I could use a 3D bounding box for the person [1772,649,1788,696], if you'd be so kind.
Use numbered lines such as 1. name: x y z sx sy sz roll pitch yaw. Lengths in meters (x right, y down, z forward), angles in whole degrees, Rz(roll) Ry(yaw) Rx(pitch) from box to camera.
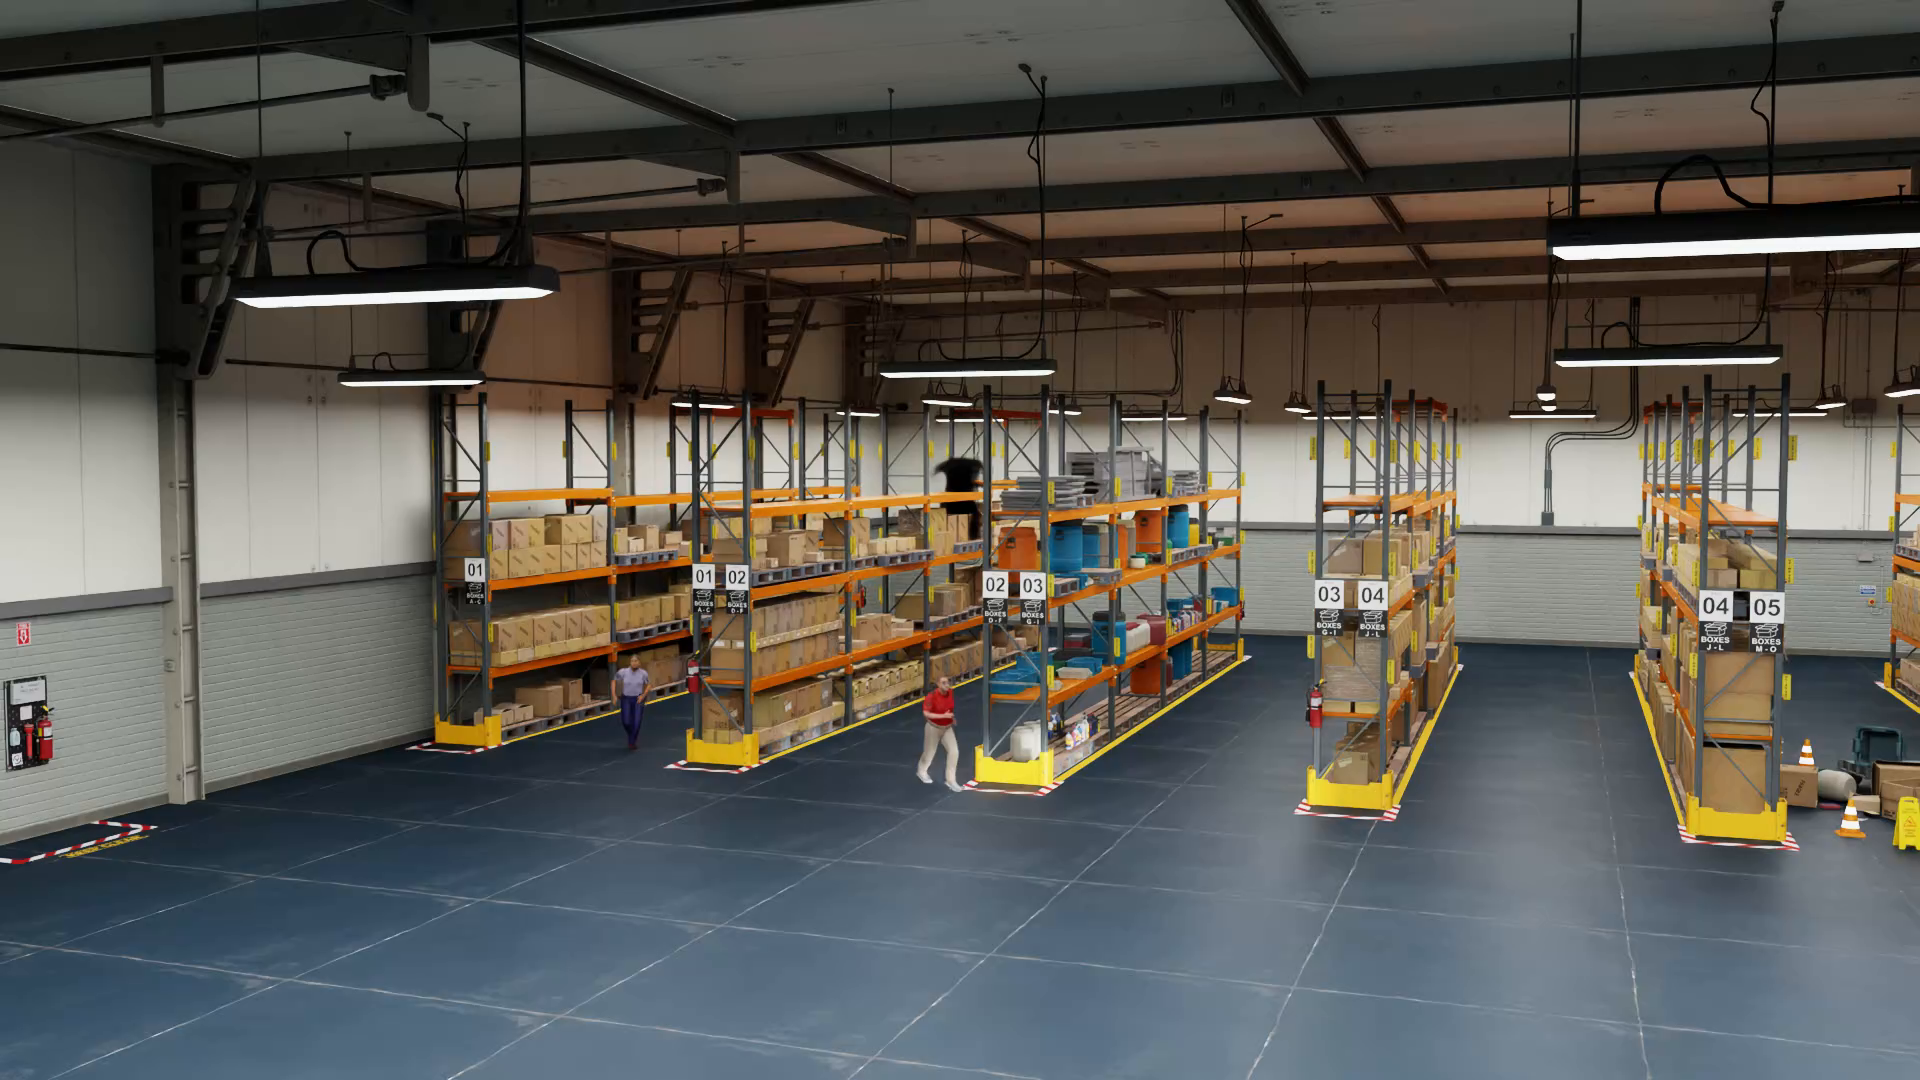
1. person: 15.410 2.544 31.537 0.541 1.597 0.785 1 3 15

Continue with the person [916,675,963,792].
1. person: -0.323 2.846 24.660 0.675 1.728 0.994 -2 4 -34

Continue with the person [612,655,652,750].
1. person: -5.524 2.725 27.995 0.661 1.604 0.521 -1 3 -14
